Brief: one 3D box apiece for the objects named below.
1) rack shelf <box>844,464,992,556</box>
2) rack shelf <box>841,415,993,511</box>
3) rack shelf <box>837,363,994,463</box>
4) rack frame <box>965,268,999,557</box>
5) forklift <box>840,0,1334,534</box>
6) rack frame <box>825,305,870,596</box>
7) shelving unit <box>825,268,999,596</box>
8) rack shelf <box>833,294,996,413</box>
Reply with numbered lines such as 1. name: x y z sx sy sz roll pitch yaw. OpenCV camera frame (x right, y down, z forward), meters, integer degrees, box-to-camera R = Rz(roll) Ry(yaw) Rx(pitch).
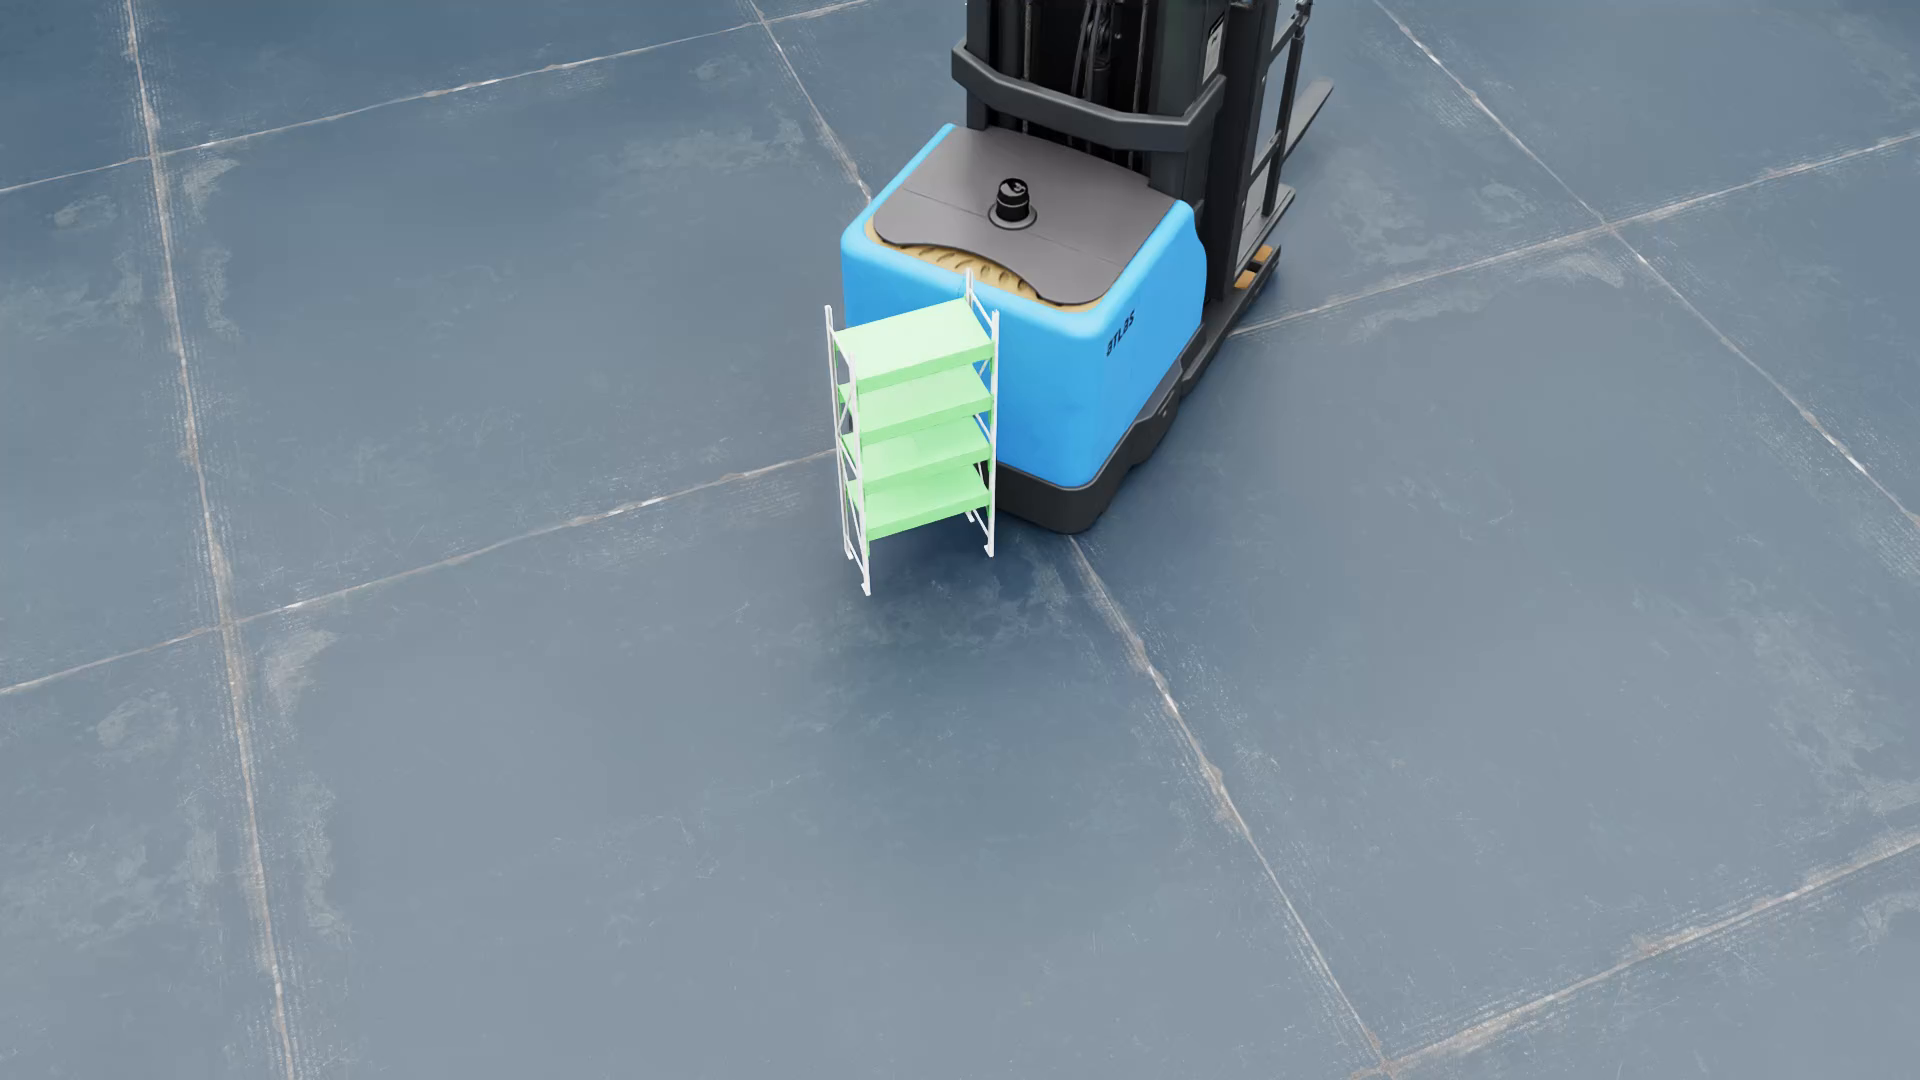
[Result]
1. rack shelf: -0.154 -0.145 5.984 0.480 0.148 0.258 -17 52 -14
2. rack shelf: -0.154 -0.301 5.802 0.480 0.148 0.258 -17 52 -14
3. rack shelf: -0.154 -0.458 5.620 0.480 0.148 0.258 -17 52 -14
4. rack frame: 0.072 -0.413 5.813 0.015 1.200 0.240 -17 52 -14
5. forklift: 0.727 -2.098 6.120 1.130 2.935 3.031 23 53 19
6. rack frame: -0.380 -0.273 5.694 0.015 1.200 0.240 -17 52 -14
7. shelving unit: -0.154 -0.343 5.753 0.503 1.200 0.258 -17 52 -14
8. rack shelf: -0.154 -0.614 5.438 0.480 0.148 0.258 -17 52 -14
